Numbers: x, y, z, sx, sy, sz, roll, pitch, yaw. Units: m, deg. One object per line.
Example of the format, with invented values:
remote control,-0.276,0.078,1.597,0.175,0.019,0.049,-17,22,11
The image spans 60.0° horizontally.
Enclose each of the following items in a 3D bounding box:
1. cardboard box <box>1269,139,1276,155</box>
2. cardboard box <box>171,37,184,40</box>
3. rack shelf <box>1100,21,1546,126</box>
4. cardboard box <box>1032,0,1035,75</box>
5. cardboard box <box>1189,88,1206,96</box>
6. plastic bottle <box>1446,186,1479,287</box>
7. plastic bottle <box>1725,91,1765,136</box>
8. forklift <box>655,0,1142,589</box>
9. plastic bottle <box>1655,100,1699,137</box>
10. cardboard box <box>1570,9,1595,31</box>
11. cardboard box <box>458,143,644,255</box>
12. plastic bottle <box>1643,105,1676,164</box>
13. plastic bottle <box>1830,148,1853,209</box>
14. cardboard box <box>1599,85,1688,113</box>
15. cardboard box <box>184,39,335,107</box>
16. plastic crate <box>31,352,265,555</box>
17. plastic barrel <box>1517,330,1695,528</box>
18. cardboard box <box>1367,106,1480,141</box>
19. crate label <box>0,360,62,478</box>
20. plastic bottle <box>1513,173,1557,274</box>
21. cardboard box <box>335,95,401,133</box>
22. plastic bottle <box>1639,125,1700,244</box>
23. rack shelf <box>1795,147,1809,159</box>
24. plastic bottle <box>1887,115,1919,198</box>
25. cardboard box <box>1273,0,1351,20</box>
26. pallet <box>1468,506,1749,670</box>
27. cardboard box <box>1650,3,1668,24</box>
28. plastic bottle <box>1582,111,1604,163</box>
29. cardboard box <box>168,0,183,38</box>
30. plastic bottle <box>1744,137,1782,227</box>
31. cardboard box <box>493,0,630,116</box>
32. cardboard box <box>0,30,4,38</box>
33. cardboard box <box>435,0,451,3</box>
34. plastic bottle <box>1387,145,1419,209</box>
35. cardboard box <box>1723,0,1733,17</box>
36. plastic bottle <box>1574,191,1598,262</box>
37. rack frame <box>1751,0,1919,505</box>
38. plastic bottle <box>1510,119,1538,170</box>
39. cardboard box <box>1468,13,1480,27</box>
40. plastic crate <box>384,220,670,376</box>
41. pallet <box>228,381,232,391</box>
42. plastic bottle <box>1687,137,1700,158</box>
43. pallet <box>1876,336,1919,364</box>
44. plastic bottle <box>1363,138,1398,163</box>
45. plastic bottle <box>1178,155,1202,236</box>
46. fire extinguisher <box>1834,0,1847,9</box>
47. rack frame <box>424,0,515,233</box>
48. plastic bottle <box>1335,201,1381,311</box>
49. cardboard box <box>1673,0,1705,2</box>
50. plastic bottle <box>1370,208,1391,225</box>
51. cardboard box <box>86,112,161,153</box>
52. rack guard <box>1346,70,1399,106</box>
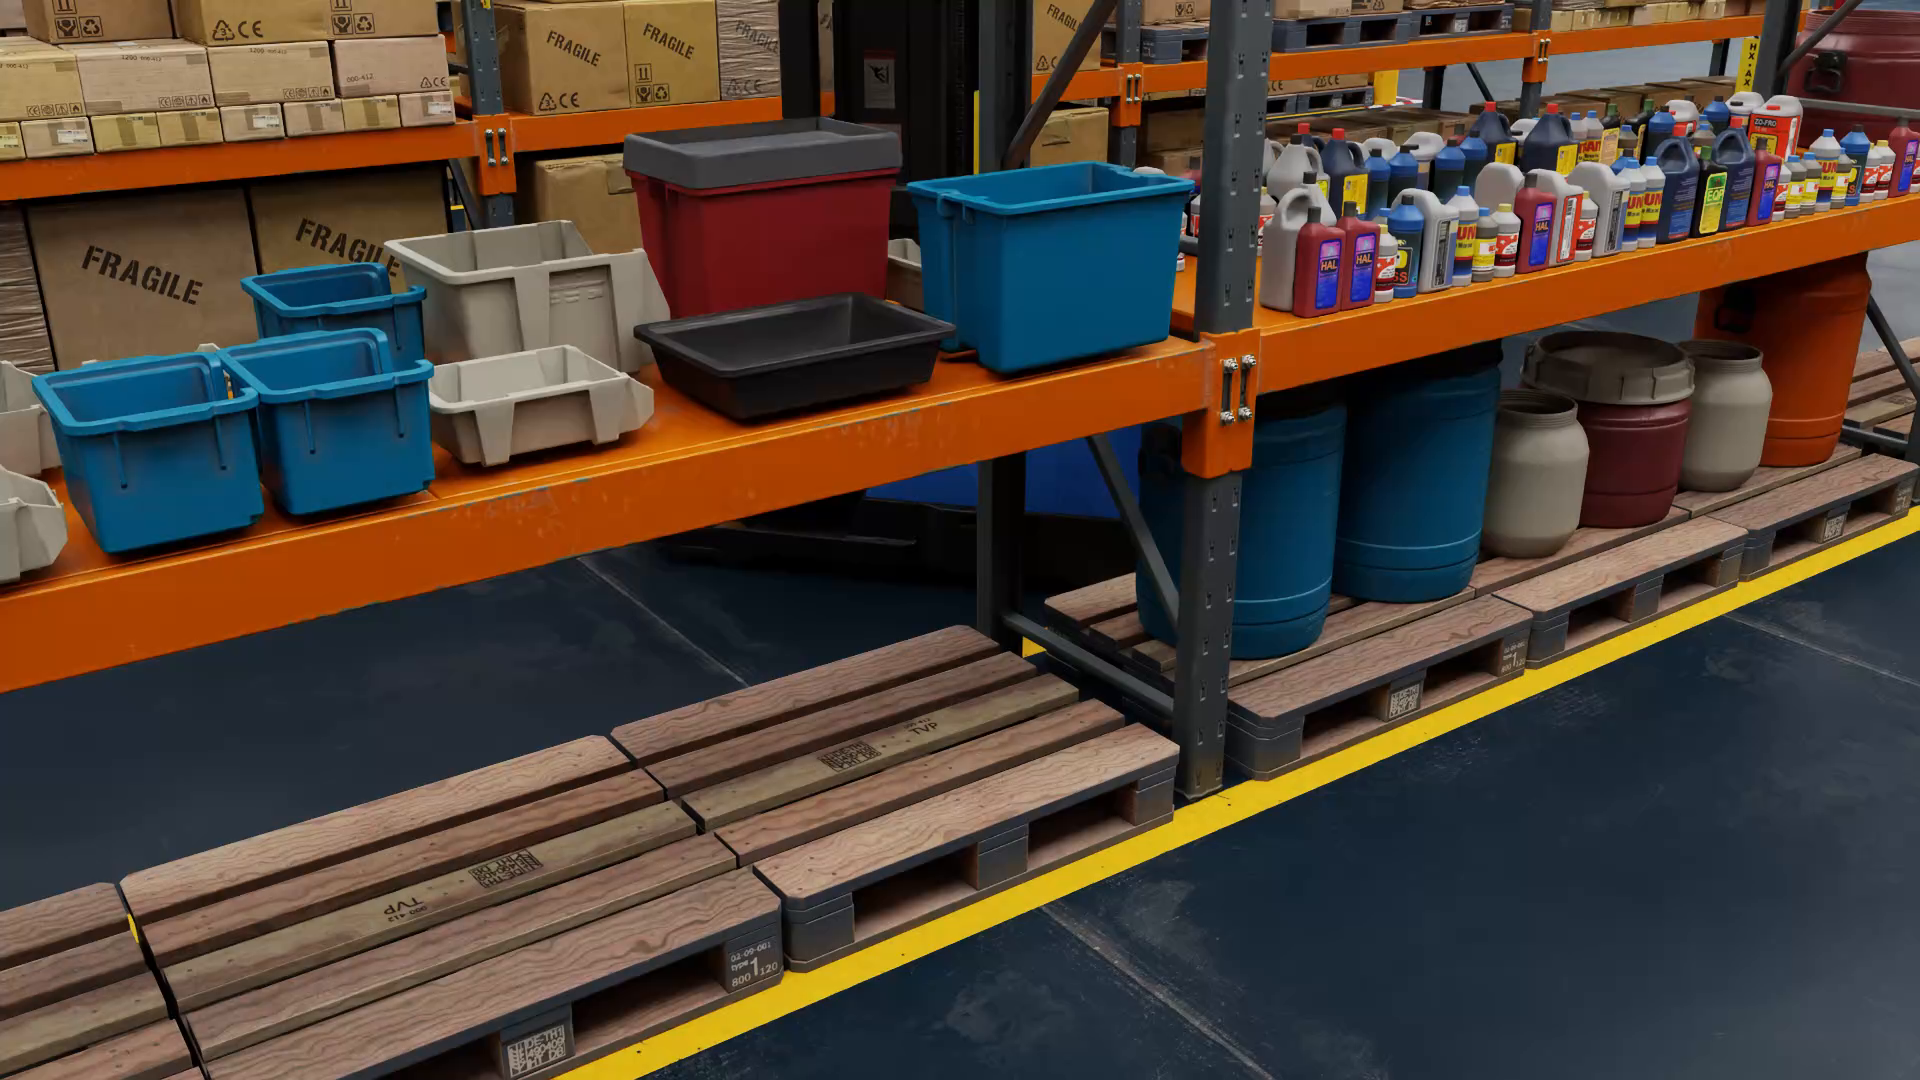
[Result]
cardboard box,1.721,-2.505,11.406,0.500,0.500,0.700,-18,28,-37
cardboard box,-3.442,-2.261,7.815,0.500,0.250,0.500,-15,26,-33
rack shelf,2.369,-3.286,11.554,4.000,0.370,1.077,-15,26,-33
cardboard box,0.082,-2.946,9.596,0.500,0.500,0.500,-15,26,-33
cardboard box,2.459,-5.086,17.396,0.875,0.875,0.875,-15,26,-32
plastic bottle,1.397,-0.853,4.660,0.097,0.271,0.097,0,22,0
plastic bottle,3.098,-1.643,6.633,0.135,0.276,0.152,-15,26,-33
forklift,-0.649,-1.450,6.076,3.031,2.935,1.130,5,22,13
plastic bottle,2.723,-1.543,6.382,0.135,0.276,0.152,-15,26,-33
cardboard box,4.553,-3.942,12.567,0.250,0.149,0.380,-15,26,-33
cardboard box,-1.994,-1.674,8.844,0.875,0.875,1.225,-15,26,-33
plastic bottle,2.648,-1.505,6.295,0.097,0.271,0.097,0,22,0
plastic bottle,3.030,-1.256,5.765,0.097,0.201,0.097,0,22,0
cardboard box,5.738,-3.553,14.059,0.500,0.500,0.500,-12,25,-28
cardboard box,-3.125,-2.102,7.419,0.500,0.250,0.500,-14,26,-31
plastic crate,-1.394,-0.155,2.882,0.300,0.233,0.416,-15,26,-33
plastic barrel,2.334,-0.416,6.080,0.708,0.588,0.600,-15,26,-33
cardboard box,3.482,-2.970,12.570,0.500,0.500,0.700,-17,28,-37
crate label,-1.844,-0.228,3.194,0.243,0.136,0.396,-15,26,-33
plastic bottle,1.659,-0.920,4.812,0.133,0.283,0.061,-15,26,-33
cardboard box,-2.767,-1.984,7.660,0.250,0.149,0.380,-14,26,-32
plastic bottle,2.219,-1.120,5.222,0.185,0.351,0.144,-15,26,-33
rack shelf,5.262,-1.796,7.820,4.000,0.370,1.077,-15,26,-33
plastic bottle,3.372,-1.377,5.957,0.133,0.283,0.061,-15,26,-33
cardboard box,2.240,-3.606,11.021,0.500,0.250,0.500,-16,27,-34
pallet,2.033,0.044,6.001,1.213,0.211,1.003,-15,26,-33
cardboard box,5.343,-4.170,13.138,0.250,0.149,0.380,-15,26,-33
plastic bottle,2.317,-1.445,6.143,0.097,0.271,0.097,0,22,0
cardboard box,-3.444,-2.607,7.671,0.500,0.500,0.500,-15,26,-33
plastic bottle,2.631,-1.179,5.462,0.133,0.283,0.061,-15,26,-33
cardboard box,-1.982,-2.392,8.208,0.500,0.500,0.500,-15,26,-33
cardboard box,-6.473,-3.303,10.964,0.250,0.149,0.380,-15,26,-34
cardboard box,-3.890,-4.084,12.357,0.250,0.149,0.380,-16,27,-35
plastic bottle,1.425,-1.138,5.374,0.097,0.271,0.097,0,22,0
cardboard box,6.124,-4.403,13.721,0.250,0.149,0.380,-15,26,-33
plastic bottle,1.851,-0.942,4.977,0.097,0.201,0.097,0,22,0
rack frame,3.638,-1.697,6.601,0.127,3.000,1.000,-15,26,-33
plastic bottle,1.972,-1.343,5.881,0.135,0.276,0.152,-15,26,-33
cardboard box,3.995,-4.071,12.890,0.250,0.149,0.380,-15,26,-33
plastic crate,-0.956,-0.529,3.753,0.530,0.282,0.437,-15,26,-33
pallet,-3.164,-0.885,8.329,1.213,0.211,1.003,-15,26,-33
plastic bottle,2.397,-1.183,5.470,0.133,0.283,0.061,-15,26,-33
pallet,5.279,-0.820,8.167,1.213,0.211,1.003,-15,26,-33
plastic bottle,1.338,-1.173,5.457,0.135,0.276,0.152,-15,26,-33
plastic bottle,0.683,-1.023,5.071,0.133,0.283,0.061,-15,26,-33
fire extinguisher,7.602,-4.769,14.404,0.183,0.674,0.296,-15,26,-33
rack frame,-2.501,-2.321,8.166,0.127,3.000,1.000,-15,26,-33
plastic bottle,1.046,-0.757,4.403,0.133,0.283,0.061,-15,26,-33
cardboard box,5.597,-4.648,13.461,0.500,0.500,0.875,-15,26,-33
plastic bottle,1.199,-0.837,4.715,0.097,0.201,0.097,0,22,0
cardboard box,-3.601,-1.762,7.103,0.250,0.149,0.380,-15,26,-34
rack guard,4.444,-5.277,18.946,0.348,0.500,1.175,-15,26,-33
